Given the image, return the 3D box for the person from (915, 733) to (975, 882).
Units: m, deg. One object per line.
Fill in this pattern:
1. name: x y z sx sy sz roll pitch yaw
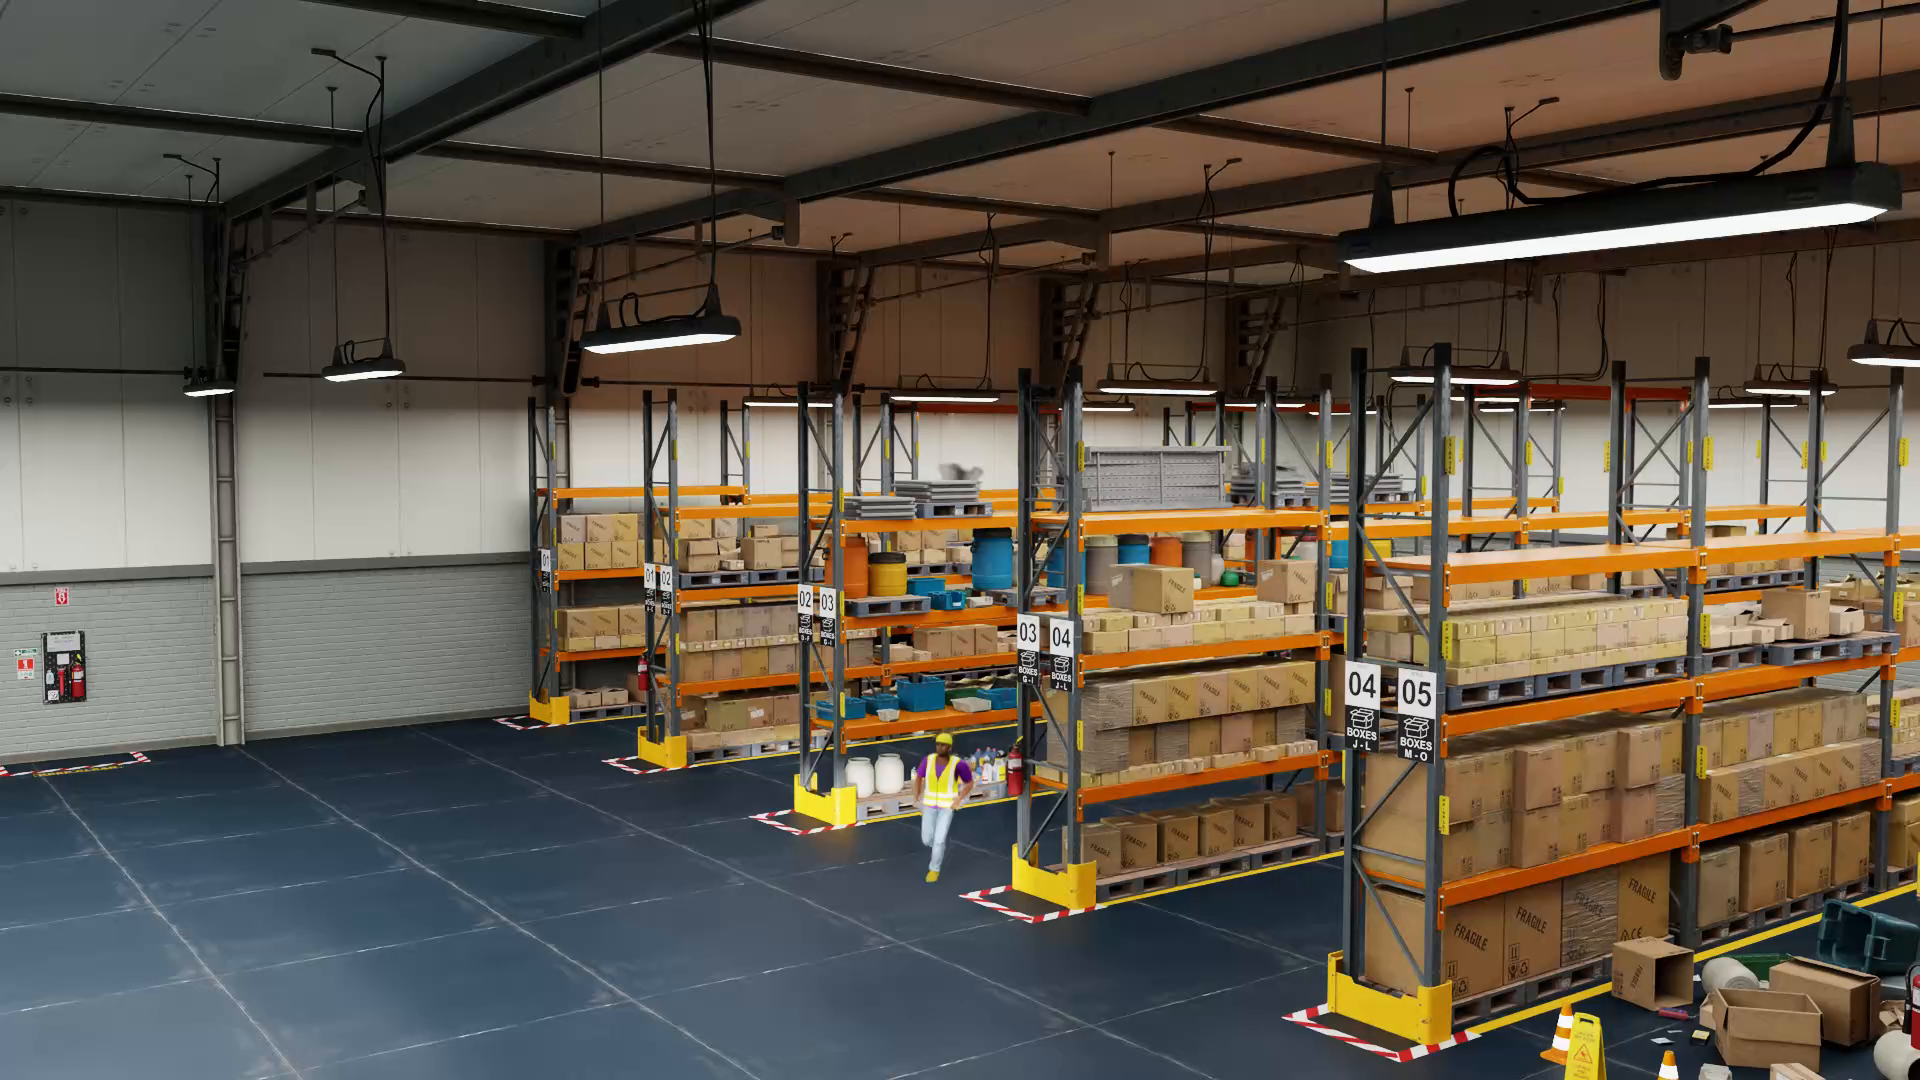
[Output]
1. person: -0.192 3.144 19.759 0.722 1.732 0.667 1 4 18

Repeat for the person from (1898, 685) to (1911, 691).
1. person: 13.681 2.923 23.995 0.924 1.688 0.588 -2 4 -33
